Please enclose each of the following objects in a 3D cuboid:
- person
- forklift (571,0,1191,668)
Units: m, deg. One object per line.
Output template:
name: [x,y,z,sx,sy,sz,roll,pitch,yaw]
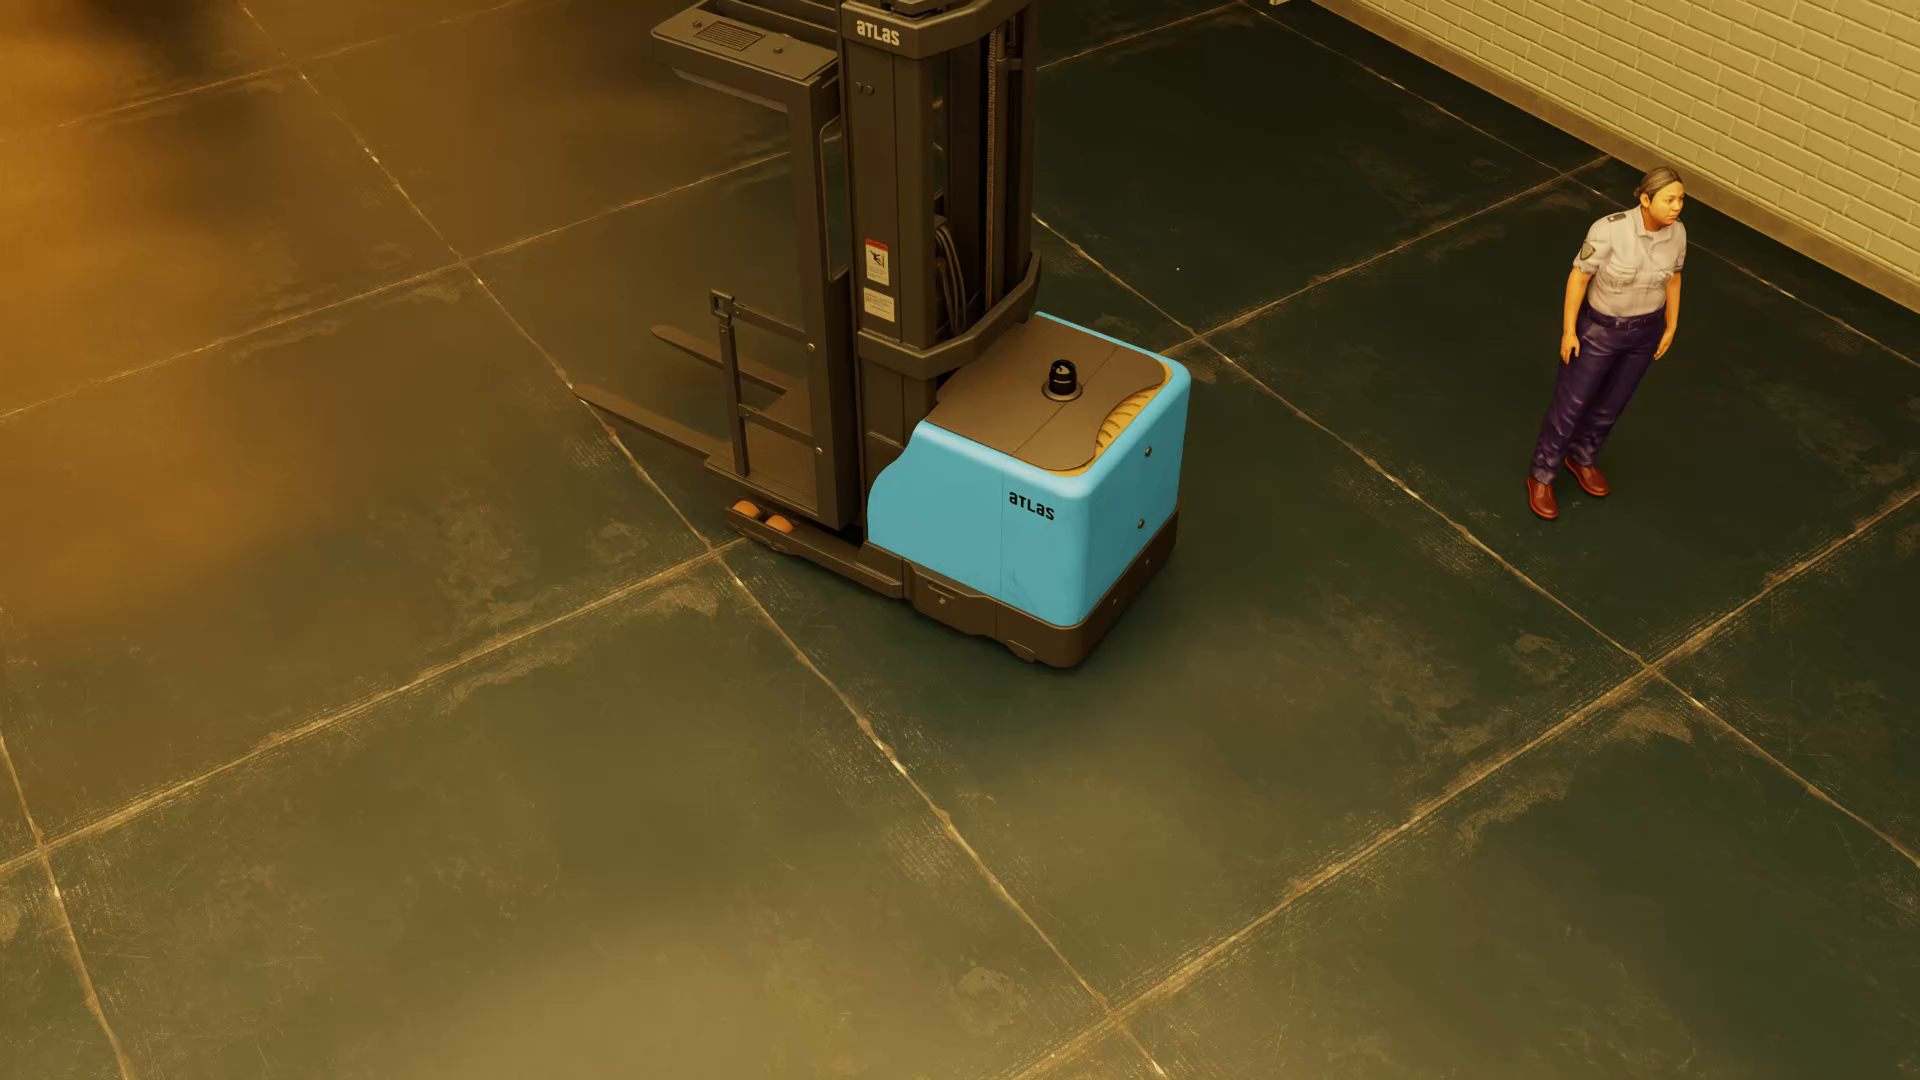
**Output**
person: [3.023,-0.893,7.621,0.599,1.650,0.502,-7,43,-7]
forklift: [-0.511,-1.302,7.129,3.031,2.935,1.130,24,48,24]
